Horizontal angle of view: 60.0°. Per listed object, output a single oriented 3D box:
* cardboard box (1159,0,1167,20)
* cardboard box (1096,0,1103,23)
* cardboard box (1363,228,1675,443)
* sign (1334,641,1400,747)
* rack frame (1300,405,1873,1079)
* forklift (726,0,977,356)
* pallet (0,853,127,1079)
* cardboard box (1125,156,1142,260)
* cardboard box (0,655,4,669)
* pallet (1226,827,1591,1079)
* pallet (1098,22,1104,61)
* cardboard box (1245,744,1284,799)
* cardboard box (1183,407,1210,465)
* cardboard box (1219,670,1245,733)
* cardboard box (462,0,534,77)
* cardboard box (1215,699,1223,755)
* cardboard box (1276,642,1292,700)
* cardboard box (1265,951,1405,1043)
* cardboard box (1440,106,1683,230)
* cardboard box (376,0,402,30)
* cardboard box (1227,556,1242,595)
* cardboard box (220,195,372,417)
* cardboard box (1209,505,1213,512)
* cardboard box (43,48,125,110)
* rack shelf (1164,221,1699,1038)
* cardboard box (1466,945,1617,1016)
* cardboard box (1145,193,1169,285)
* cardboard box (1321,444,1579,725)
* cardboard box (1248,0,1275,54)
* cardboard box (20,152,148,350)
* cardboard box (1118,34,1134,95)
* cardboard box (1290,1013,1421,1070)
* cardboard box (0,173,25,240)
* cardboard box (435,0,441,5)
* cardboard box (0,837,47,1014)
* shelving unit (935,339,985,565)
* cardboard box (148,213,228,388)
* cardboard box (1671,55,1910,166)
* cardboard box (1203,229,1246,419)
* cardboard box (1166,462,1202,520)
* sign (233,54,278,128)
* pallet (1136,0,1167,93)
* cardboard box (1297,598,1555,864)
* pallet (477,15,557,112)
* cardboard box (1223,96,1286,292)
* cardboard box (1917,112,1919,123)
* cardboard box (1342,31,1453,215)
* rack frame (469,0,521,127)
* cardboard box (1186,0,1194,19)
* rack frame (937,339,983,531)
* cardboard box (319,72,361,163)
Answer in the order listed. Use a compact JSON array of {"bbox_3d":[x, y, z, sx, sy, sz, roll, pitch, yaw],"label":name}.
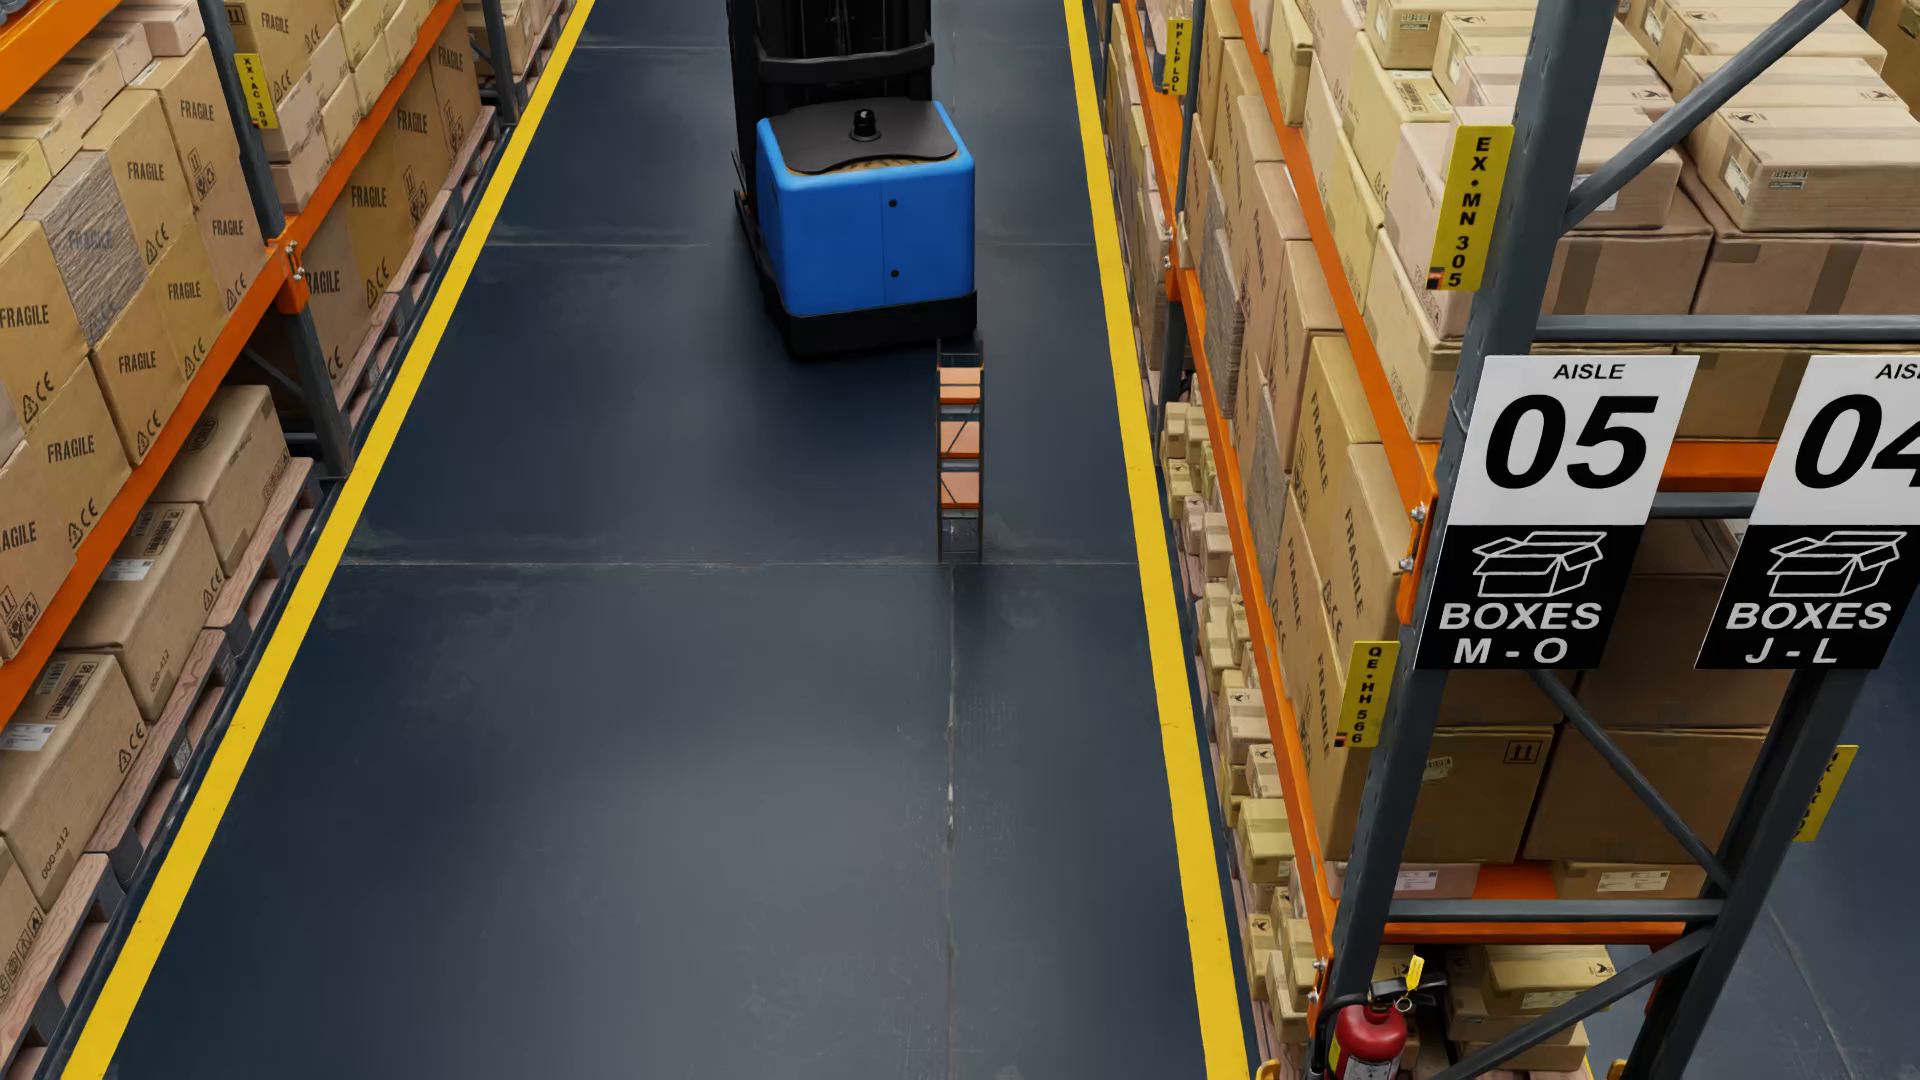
[{"bbox_3d":[1.259,-2.860,8.785,0.380,0.149,0.250,-1,39,-2],"label":"cardboard box"},{"bbox_3d":[1.543,-4.279,12.154,1.050,0.750,0.750,1,39,1],"label":"cardboard box"},{"bbox_3d":[1.202,-0.459,3.646,0.500,0.250,0.500,-1,39,-1],"label":"cardboard box"},{"bbox_3d":[0.912,0.350,3.736,0.100,0.325,0.005,0,39,0],"label":"sign"},{"bbox_3d":[1.467,0.937,4.182,1.000,3.000,0.127,0,39,0],"label":"rack frame"},{"bbox_3d":[-0.759,-3.052,9.215,1.130,2.935,3.031,-9,40,-11],"label":"forklift"},{"bbox_3d":[-3.562,1.592,5.595,1.003,0.211,1.213,0,39,0],"label":"pallet"},{"bbox_3d":[1.213,-1.857,9.332,0.500,0.500,0.500,-1,39,-1],"label":"cardboard box"},{"bbox_3d":[-3.225,0.348,4.837,0.500,0.500,0.500,-1,39,-1],"label":"cardboard box"},{"bbox_3d":[1.501,1.470,5.747,1.003,0.211,1.213,0,39,0],"label":"pallet"},{"bbox_3d":[1.532,-3.471,11.912,1.003,0.211,1.213,0,39,0],"label":"pallet"},{"bbox_3d":[1.206,0.842,5.769,0.380,0.149,0.250,-1,39,-2],"label":"cardboard box"},{"bbox_3d":[1.197,-0.460,7.394,0.380,0.149,0.250,2,39,2],"label":"cardboard box"},{"bbox_3d":[1.183,0.631,6.270,0.380,0.149,0.250,2,39,2],"label":"cardboard box"},{"bbox_3d":[-3.483,-3.491,11.473,0.950,0.372,0.625,-2,39,-3],"label":"cardboard box"},{"bbox_3d":[1.186,0.746,6.365,0.380,0.149,0.250,1,39,1],"label":"cardboard box"},{"bbox_3d":[1.182,0.360,5.104,0.380,0.149,0.250,1,39,1],"label":"cardboard box"},{"bbox_3d":[1.181,1.440,5.261,0.380,0.149,0.250,-1,39,-1],"label":"cardboard box"},{"bbox_3d":[1.173,-0.733,3.269,0.380,0.149,0.250,0,39,0],"label":"cardboard box"},{"bbox_3d":[-3.211,-2.867,8.650,0.500,0.250,0.500,-1,39,-1],"label":"cardboard box"},{"bbox_3d":[1.271,0.191,6.582,0.380,0.149,0.250,-2,39,-2],"label":"cardboard box"},{"bbox_3d":[-3.568,-1.220,8.237,0.875,0.875,0.875,1,39,1],"label":"cardboard box"},{"bbox_3d":[1.267,-0.026,7.089,0.380,0.149,0.250,-2,39,-2],"label":"cardboard box"},{"bbox_3d":[-3.287,-1.667,6.033,0.380,0.149,0.250,0,39,0],"label":"cardboard box"},{"bbox_3d":[1.465,-0.033,5.968,1.077,0.370,4.000,0,39,0],"label":"rack shelf"},{"bbox_3d":[1.806,1.326,5.165,0.380,0.149,0.250,-2,39,-2],"label":"cardboard box"},{"bbox_3d":[1.209,-1.511,8.300,0.500,0.250,0.500,-1,39,-1],"label":"cardboard box"},{"bbox_3d":[1.218,0.106,4.102,0.500,0.500,0.500,-1,39,-1],"label":"cardboard box"},{"bbox_3d":[1.190,-1.748,5.253,0.500,0.250,0.500,2,39,2],"label":"cardboard box"},{"bbox_3d":[-3.208,-0.996,5.715,0.500,0.500,0.500,0,39,1],"label":"cardboard box"},{"bbox_3d":[1.217,-2.798,9.907,0.500,0.250,0.500,0,39,-1],"label":"cardboard box"},{"bbox_3d":[1.258,1.557,5.353,0.380,0.149,0.250,1,39,1],"label":"cardboard box"},{"bbox_3d":[-3.215,-1.034,5.244,0.380,0.149,0.250,0,39,0],"label":"cardboard box"},{"bbox_3d":[-3.216,-3.305,9.595,0.500,0.250,0.500,1,39,1],"label":"cardboard box"},{"bbox_3d":[-3.584,1.427,5.284,0.875,0.438,0.875,-1,39,-2],"label":"cardboard box"},{"bbox_3d":[0.000,-0.376,7.380,0.215,1.050,0.252,0,39,0],"label":"shelving unit"},{"bbox_3d":[-3.225,-0.925,6.426,0.500,0.500,0.500,-1,39,-1],"label":"cardboard box"},{"bbox_3d":[1.712,-0.888,3.462,0.380,0.149,0.250,1,39,2],"label":"cardboard box"},{"bbox_3d":[1.183,-0.785,6.013,0.500,0.500,0.500,-1,39,-1],"label":"cardboard box"},{"bbox_3d":[1.142,-0.221,7.572,0.380,0.149,0.250,1,39,1],"label":"cardboard box"},{"bbox_3d":[-2.932,-1.868,6.926,0.100,0.325,0.005,0,39,0],"label":"sign"},{"bbox_3d":[1.501,-2.753,8.940,1.003,0.211,1.213,0,39,0],"label":"pallet"},{"bbox_3d":[1.209,0.501,4.408,0.500,0.500,0.500,1,39,1],"label":"cardboard box"},{"bbox_3d":[-3.491,-3.399,11.823,1.003,0.211,1.213,0,39,0],"label":"pallet"},{"bbox_3d":[1.205,-1.188,5.716,0.500,0.500,0.500,1,39,1],"label":"cardboard box"},{"bbox_3d":[6.391,-2.352,9.649,1.225,0.875,0.875,0,39,0],"label":"cardboard box"},{"bbox_3d":[1.210,-0.978,3.893,0.500,0.250,0.500,-1,39,-1],"label":"cardboard box"},{"bbox_3d":[-3.492,-3.999,10.341,1.000,3.000,0.127,0,39,0],"label":"rack frame"},{"bbox_3d":[1.267,-2.443,7.789,0.380,0.149,0.250,-1,39,-1],"label":"cardboard box"},{"bbox_3d":[0.000,-0.453,7.475,0.200,1.050,0.008,0,39,0],"label":"rack frame"},{"bbox_3d":[-3.226,-2.038,8.014,0.500,0.250,0.500,-1,39,-1],"label":"cardboard box"}]
